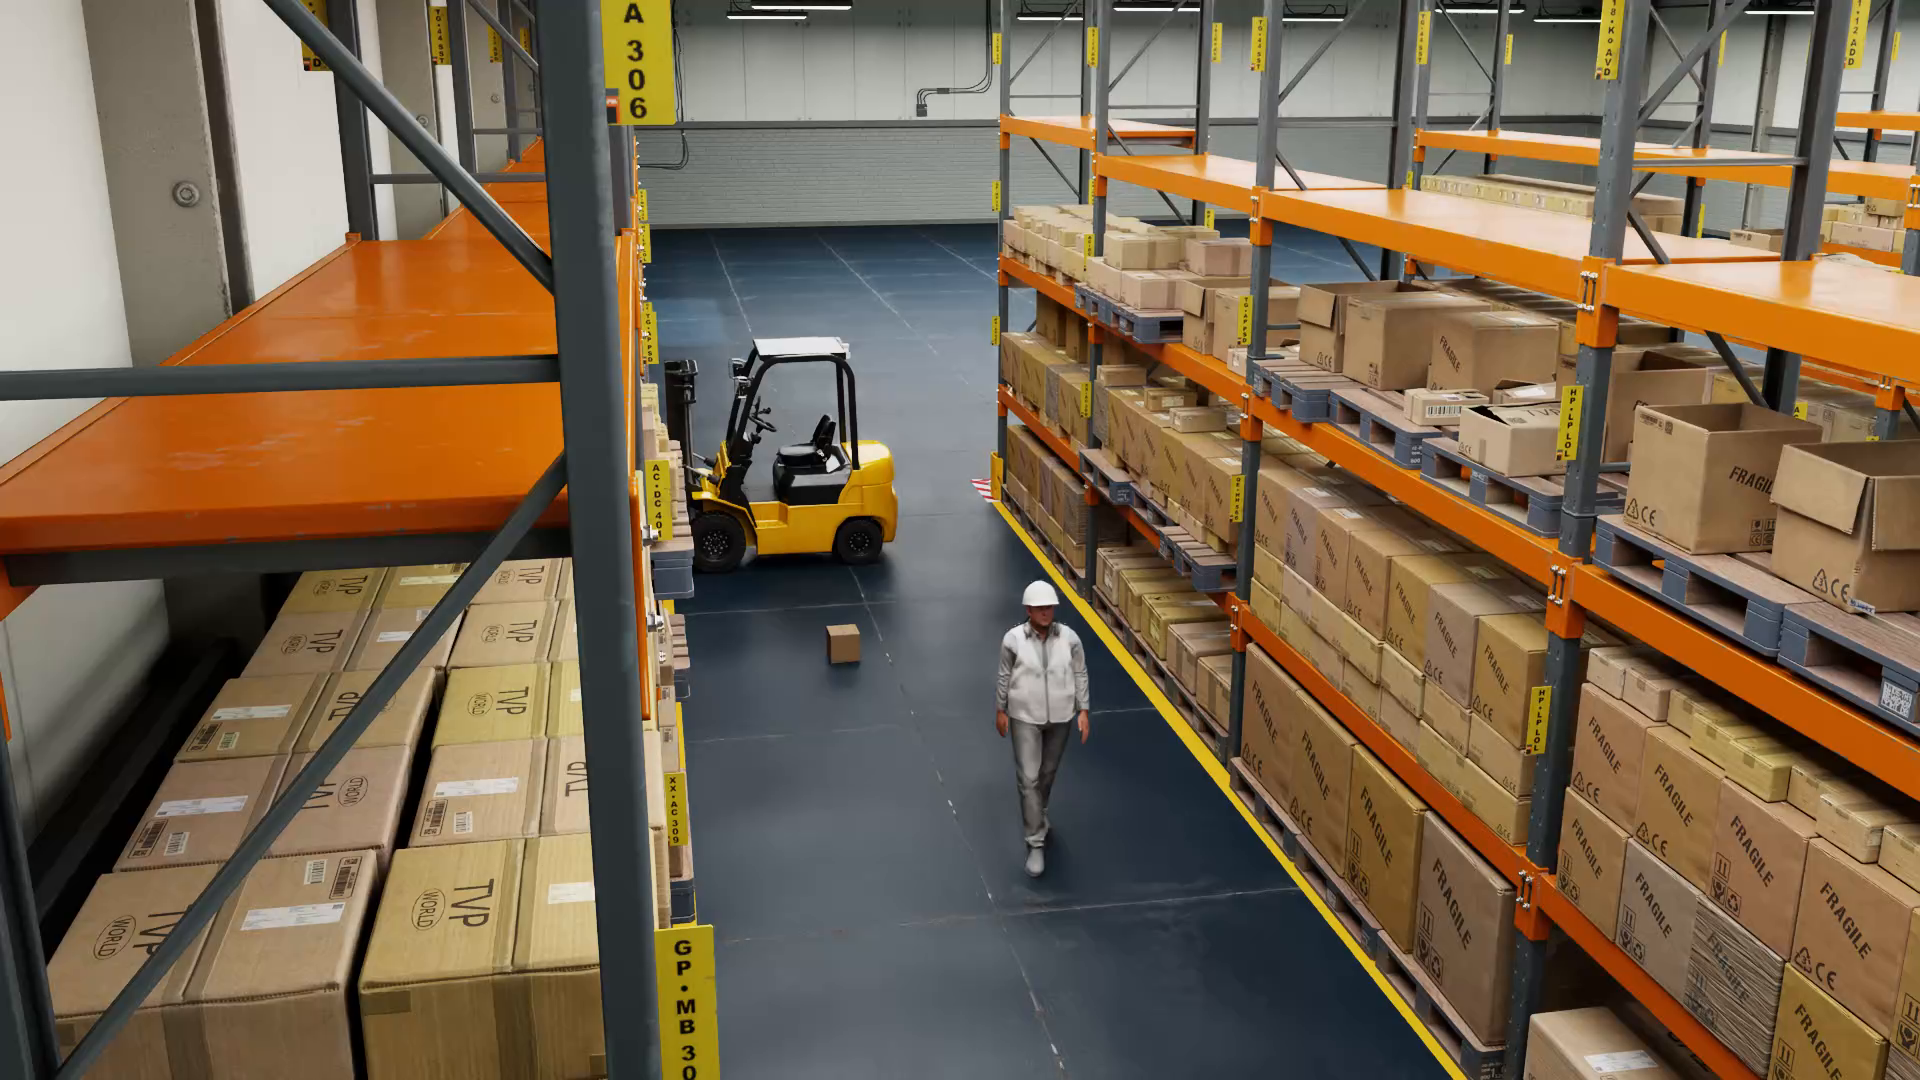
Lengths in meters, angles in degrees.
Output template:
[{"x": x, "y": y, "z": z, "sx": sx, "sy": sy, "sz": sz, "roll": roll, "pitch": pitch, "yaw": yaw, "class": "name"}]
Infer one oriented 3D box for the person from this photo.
[{"x": 0.552, "y": 1.133, "z": 10.546, "sx": 0.568, "sy": 1.741, "sz": 0.900, "roll": -3, "pitch": 17, "yaw": -11, "class": "person"}]
